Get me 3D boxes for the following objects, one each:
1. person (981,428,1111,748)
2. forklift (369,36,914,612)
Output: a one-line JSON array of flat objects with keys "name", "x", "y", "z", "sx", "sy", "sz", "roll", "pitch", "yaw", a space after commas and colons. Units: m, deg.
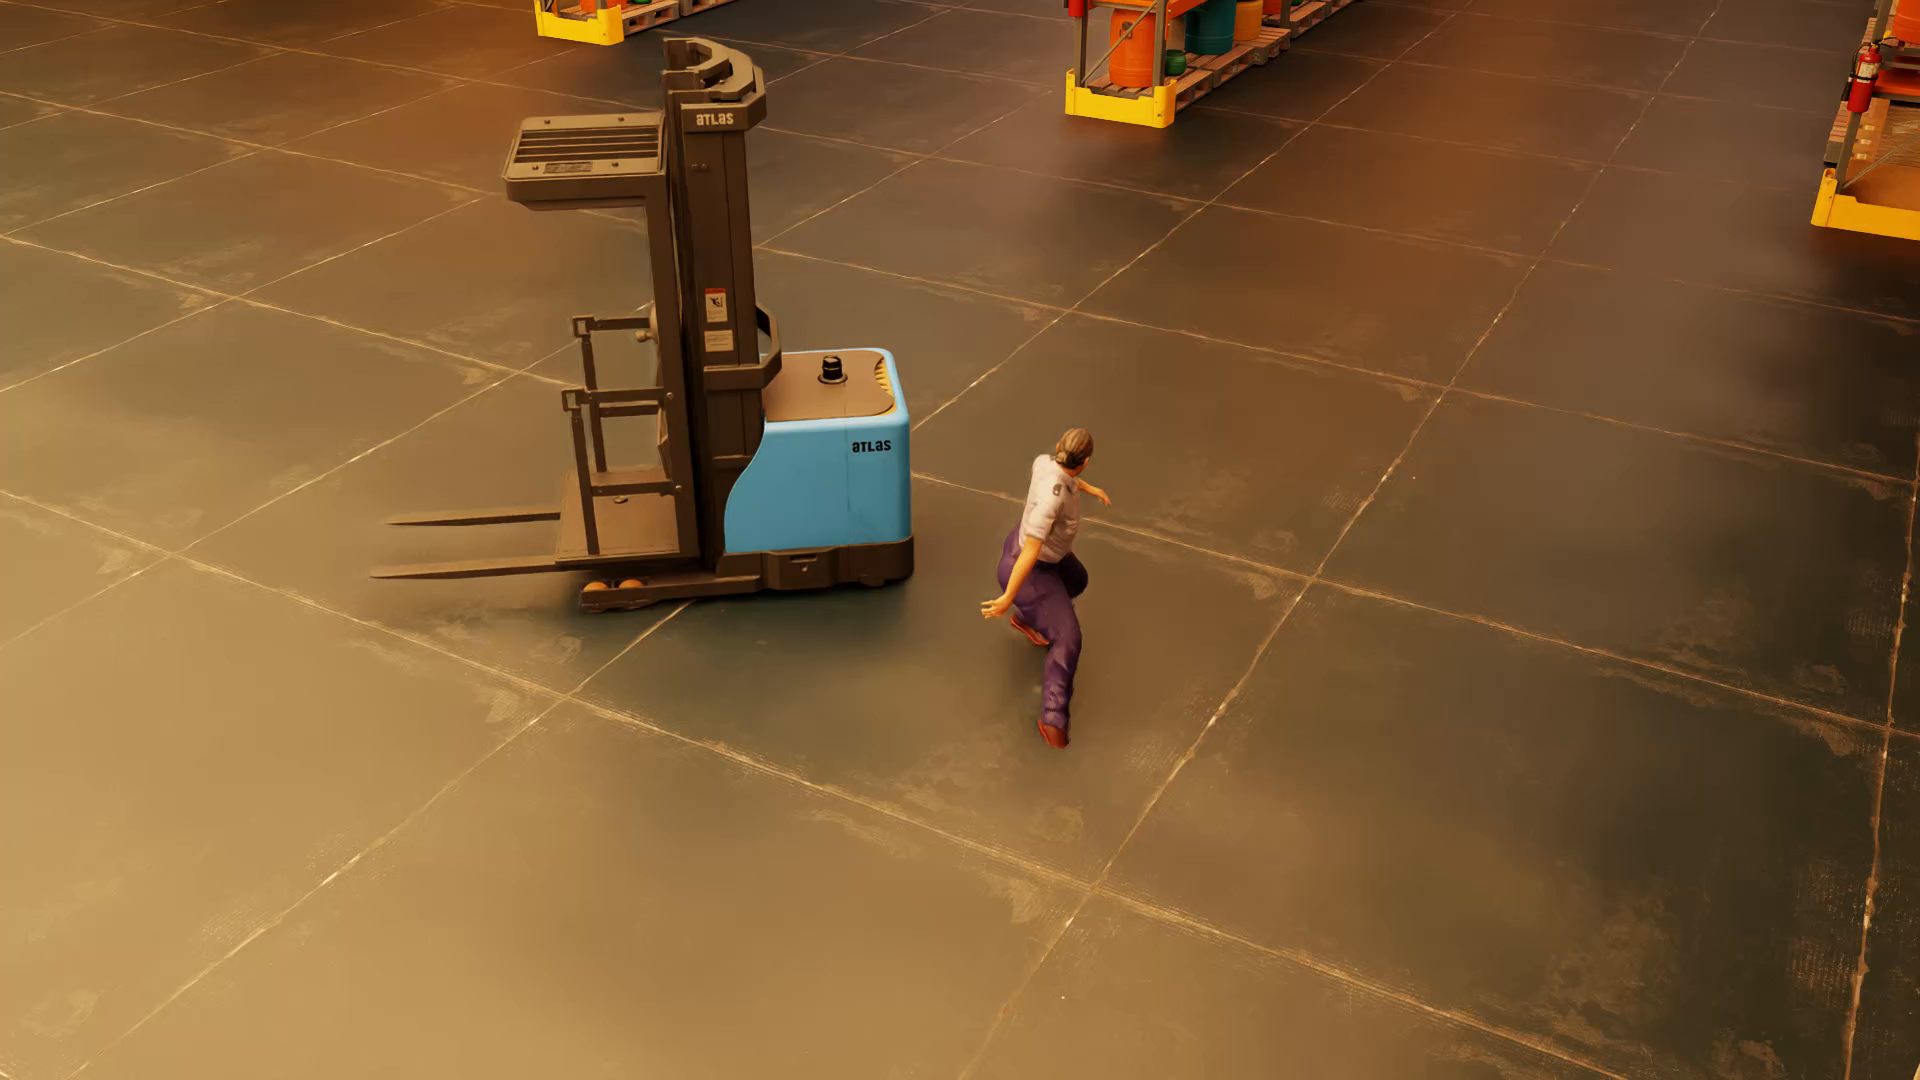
[{"name": "person", "x": 0.439, "y": 0.190, "z": 8.310, "sx": 0.528, "sy": 1.608, "sz": 1.036, "roll": 5, "pitch": 30, "yaw": 8}, {"name": "forklift", "x": -1.823, "y": -1.147, "z": 9.057, "sx": 3.031, "sy": 2.935, "sz": 1.130, "roll": -4, "pitch": 30, "yaw": -7}]
